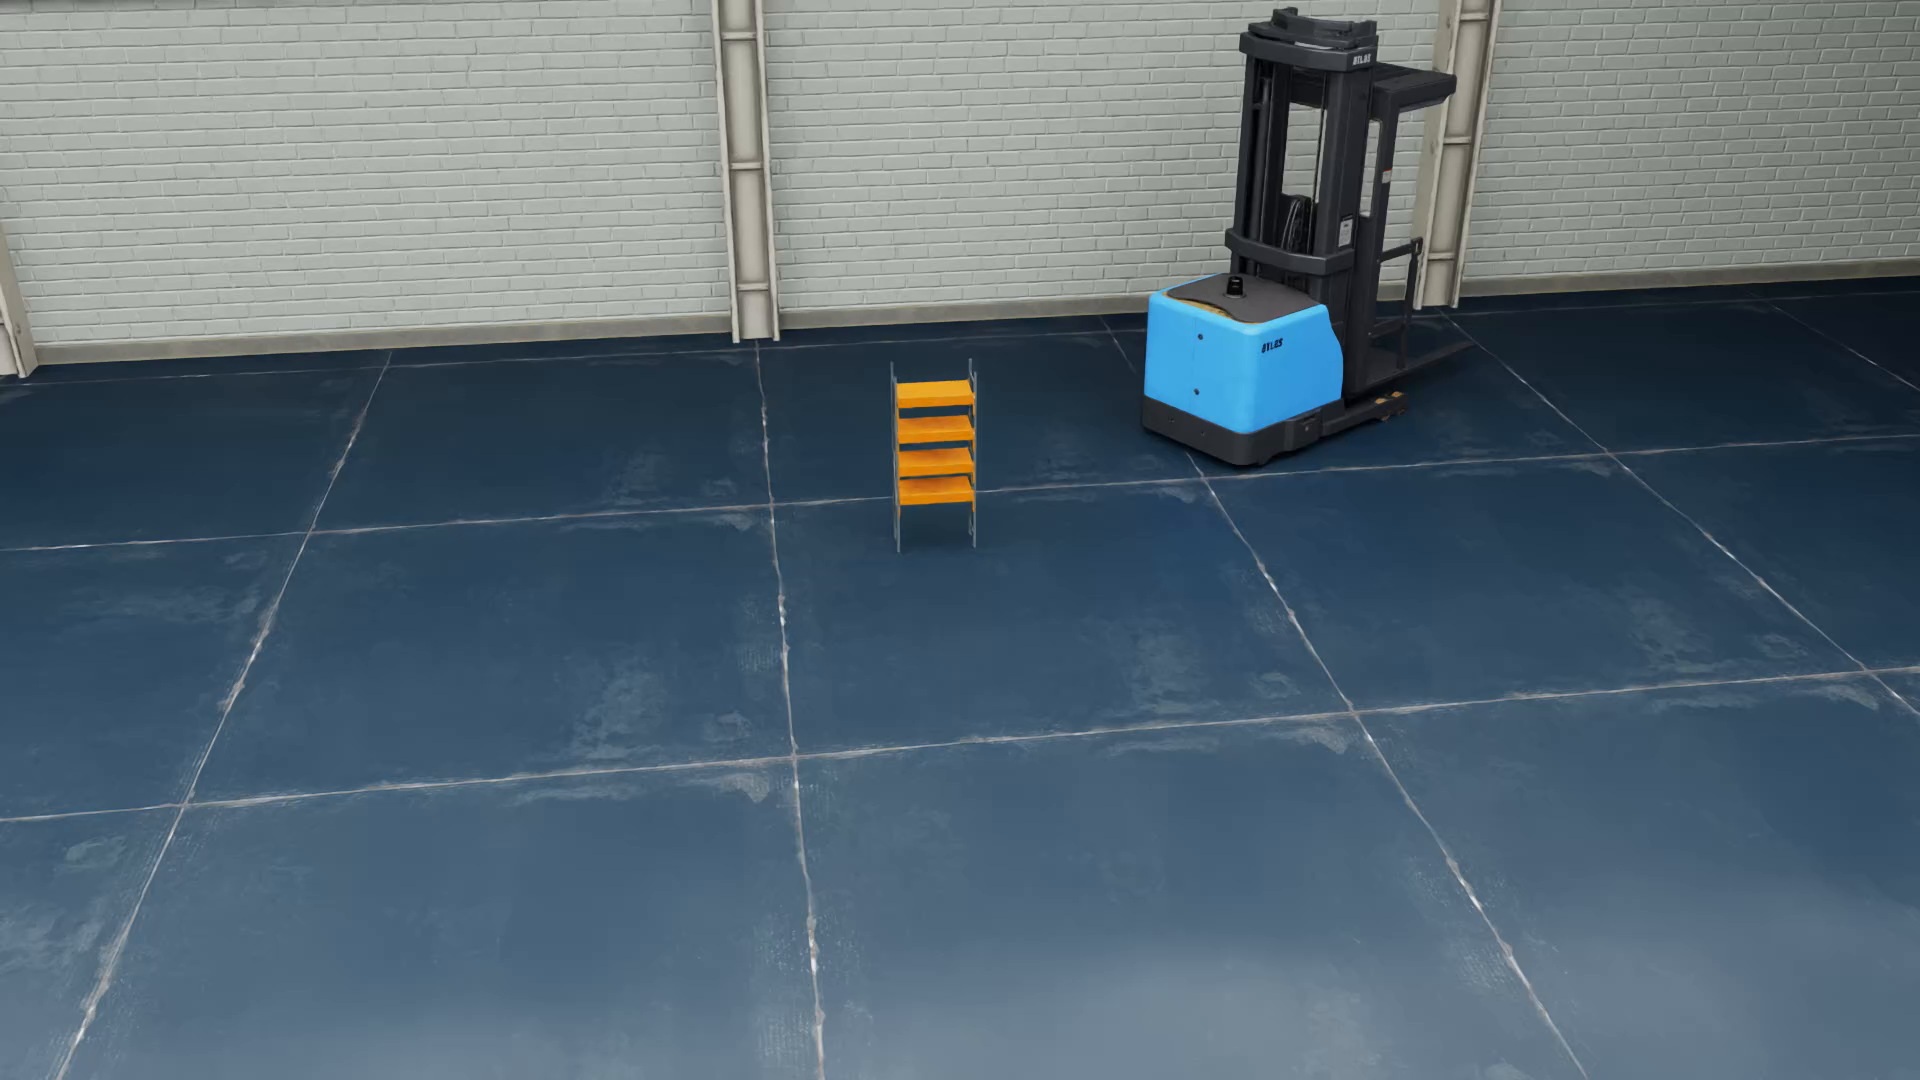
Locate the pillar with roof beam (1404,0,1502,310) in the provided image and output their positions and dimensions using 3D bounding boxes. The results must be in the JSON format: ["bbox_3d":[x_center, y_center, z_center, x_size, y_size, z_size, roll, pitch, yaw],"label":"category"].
[{"bbox_3d":[4.807,-4.178,9.035,0.400,9.000,9.100,-4,27,-7],"label":"pillar with roof beam"}]

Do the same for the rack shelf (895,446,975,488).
[{"bbox_3d":[-0.164,-0.463,10.486,0.480,0.148,0.258,-4,27,-7],"label":"rack shelf"}]

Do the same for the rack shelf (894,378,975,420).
[{"bbox_3d":[-0.164,-0.873,10.276,0.480,0.148,0.258,-4,27,-7],"label":"rack shelf"}]

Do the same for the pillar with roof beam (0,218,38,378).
[{"bbox_3d":[-7.076,-3.415,7.548,0.400,9.000,9.100,-4,27,-7],"label":"pillar with roof beam"}]

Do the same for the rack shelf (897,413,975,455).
[{"bbox_3d":[-0.164,-0.662,10.384,0.480,0.148,0.258,-4,27,-7],"label":"rack shelf"}]

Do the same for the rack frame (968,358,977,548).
[{"bbox_3d":[0.078,-0.539,10.486,0.015,1.200,0.240,-4,27,-7],"label":"rack frame"}]

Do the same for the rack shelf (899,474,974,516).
[{"bbox_3d":[-0.164,-0.287,10.577,0.480,0.148,0.258,-4,27,-7],"label":"rack shelf"}]

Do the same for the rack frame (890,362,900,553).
[{"bbox_3d":[-0.406,-0.508,10.425,0.015,1.200,0.240,-4,27,-7],"label":"rack frame"}]

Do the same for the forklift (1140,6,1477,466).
[{"bbox_3d":[2.784,-2.368,12.155,3.031,2.935,1.130,-21,34,-35],"label":"forklift"}]

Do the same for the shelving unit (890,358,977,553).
[{"bbox_3d":[-0.164,-0.523,10.456,0.503,1.200,0.258,-4,27,-7],"label":"shelving unit"}]

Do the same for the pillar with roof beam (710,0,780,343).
[{"bbox_3d":[-1.135,-3.796,8.291,0.400,9.000,9.100,-4,27,-7],"label":"pillar with roof beam"}]
